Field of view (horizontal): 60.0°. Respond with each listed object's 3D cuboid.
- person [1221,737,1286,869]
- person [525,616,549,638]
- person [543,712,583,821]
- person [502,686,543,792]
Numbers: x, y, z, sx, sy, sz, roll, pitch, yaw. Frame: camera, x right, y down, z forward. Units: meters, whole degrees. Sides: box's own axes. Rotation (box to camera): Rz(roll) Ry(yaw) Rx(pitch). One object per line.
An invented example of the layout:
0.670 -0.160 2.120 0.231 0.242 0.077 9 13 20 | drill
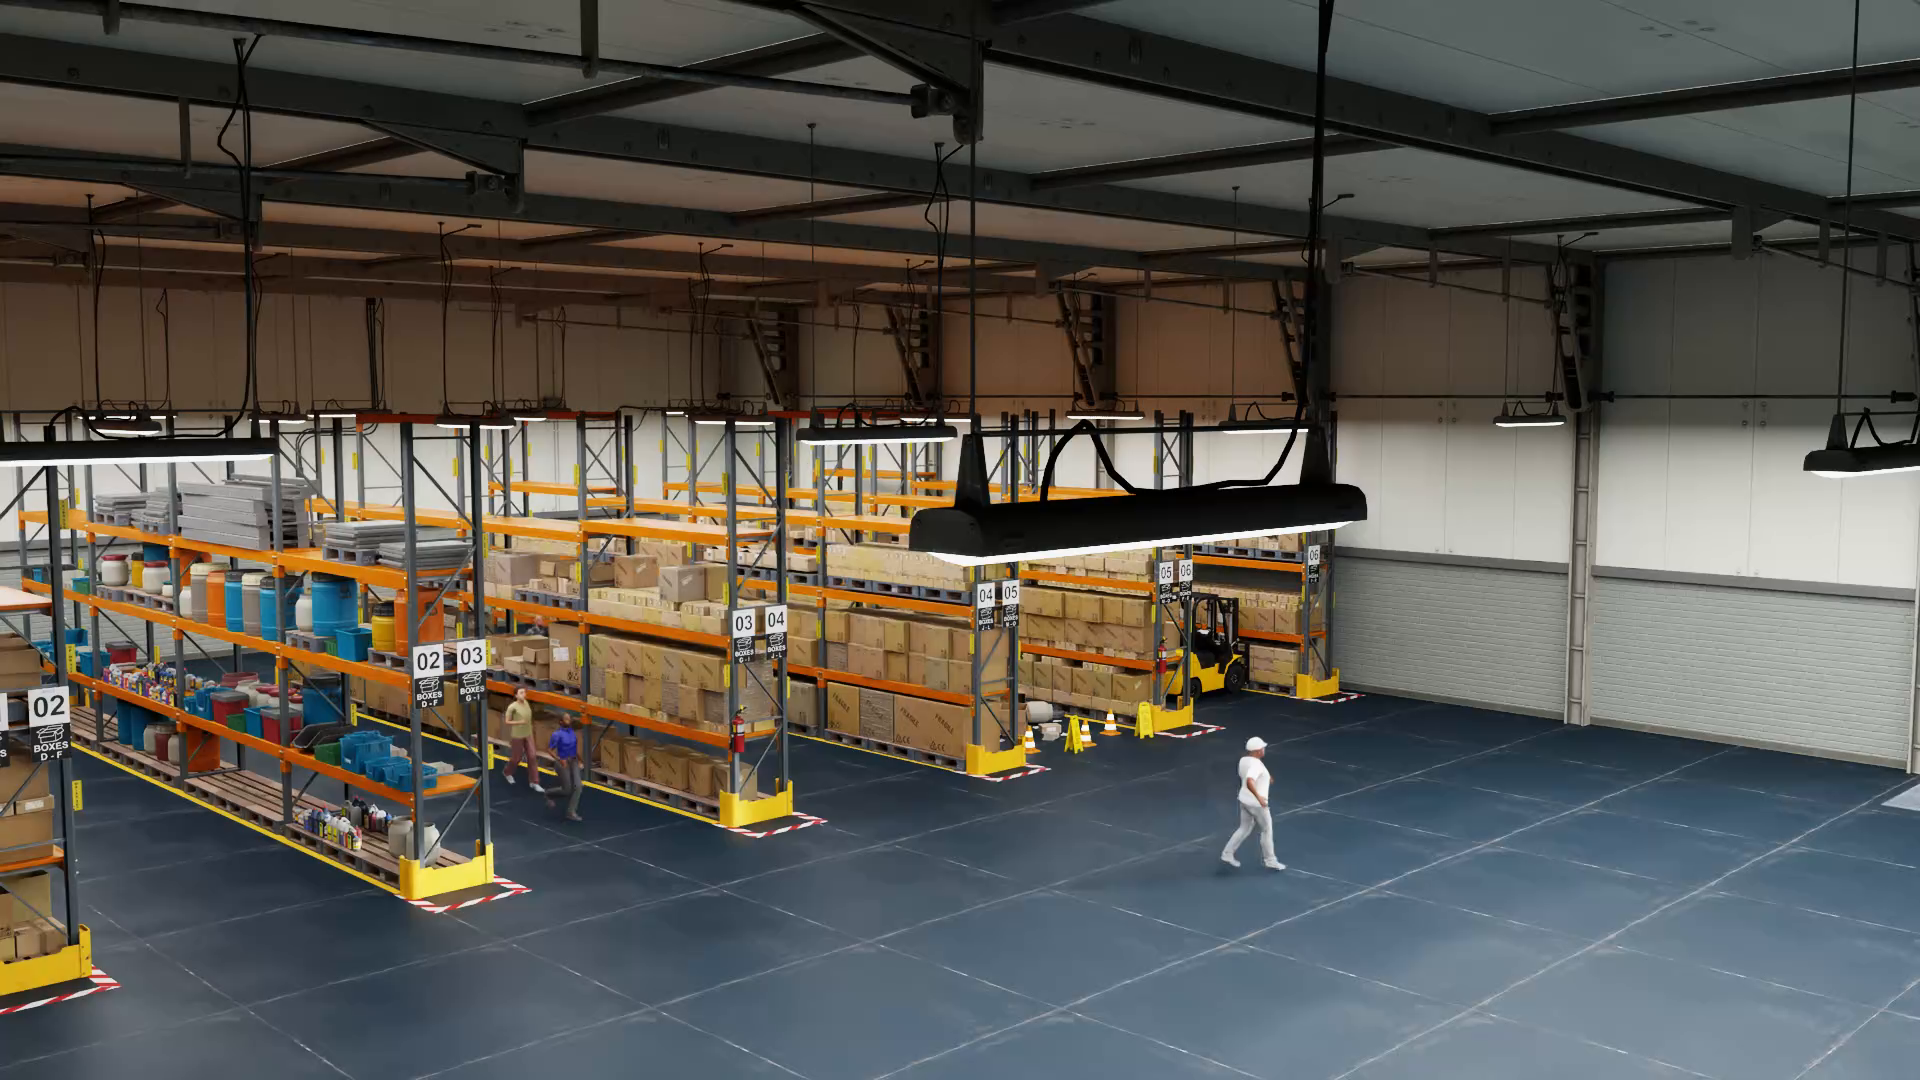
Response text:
3.907 3.503 22.110 0.896 1.776 0.707 -2 5 -19 | person
-8.856 2.441 35.161 0.657 1.679 0.575 -5 7 -43 | person
-5.926 3.372 24.910 0.669 1.625 0.578 3 6 31 | person
-7.030 3.163 26.638 0.951 1.668 0.574 4 7 41 | person
